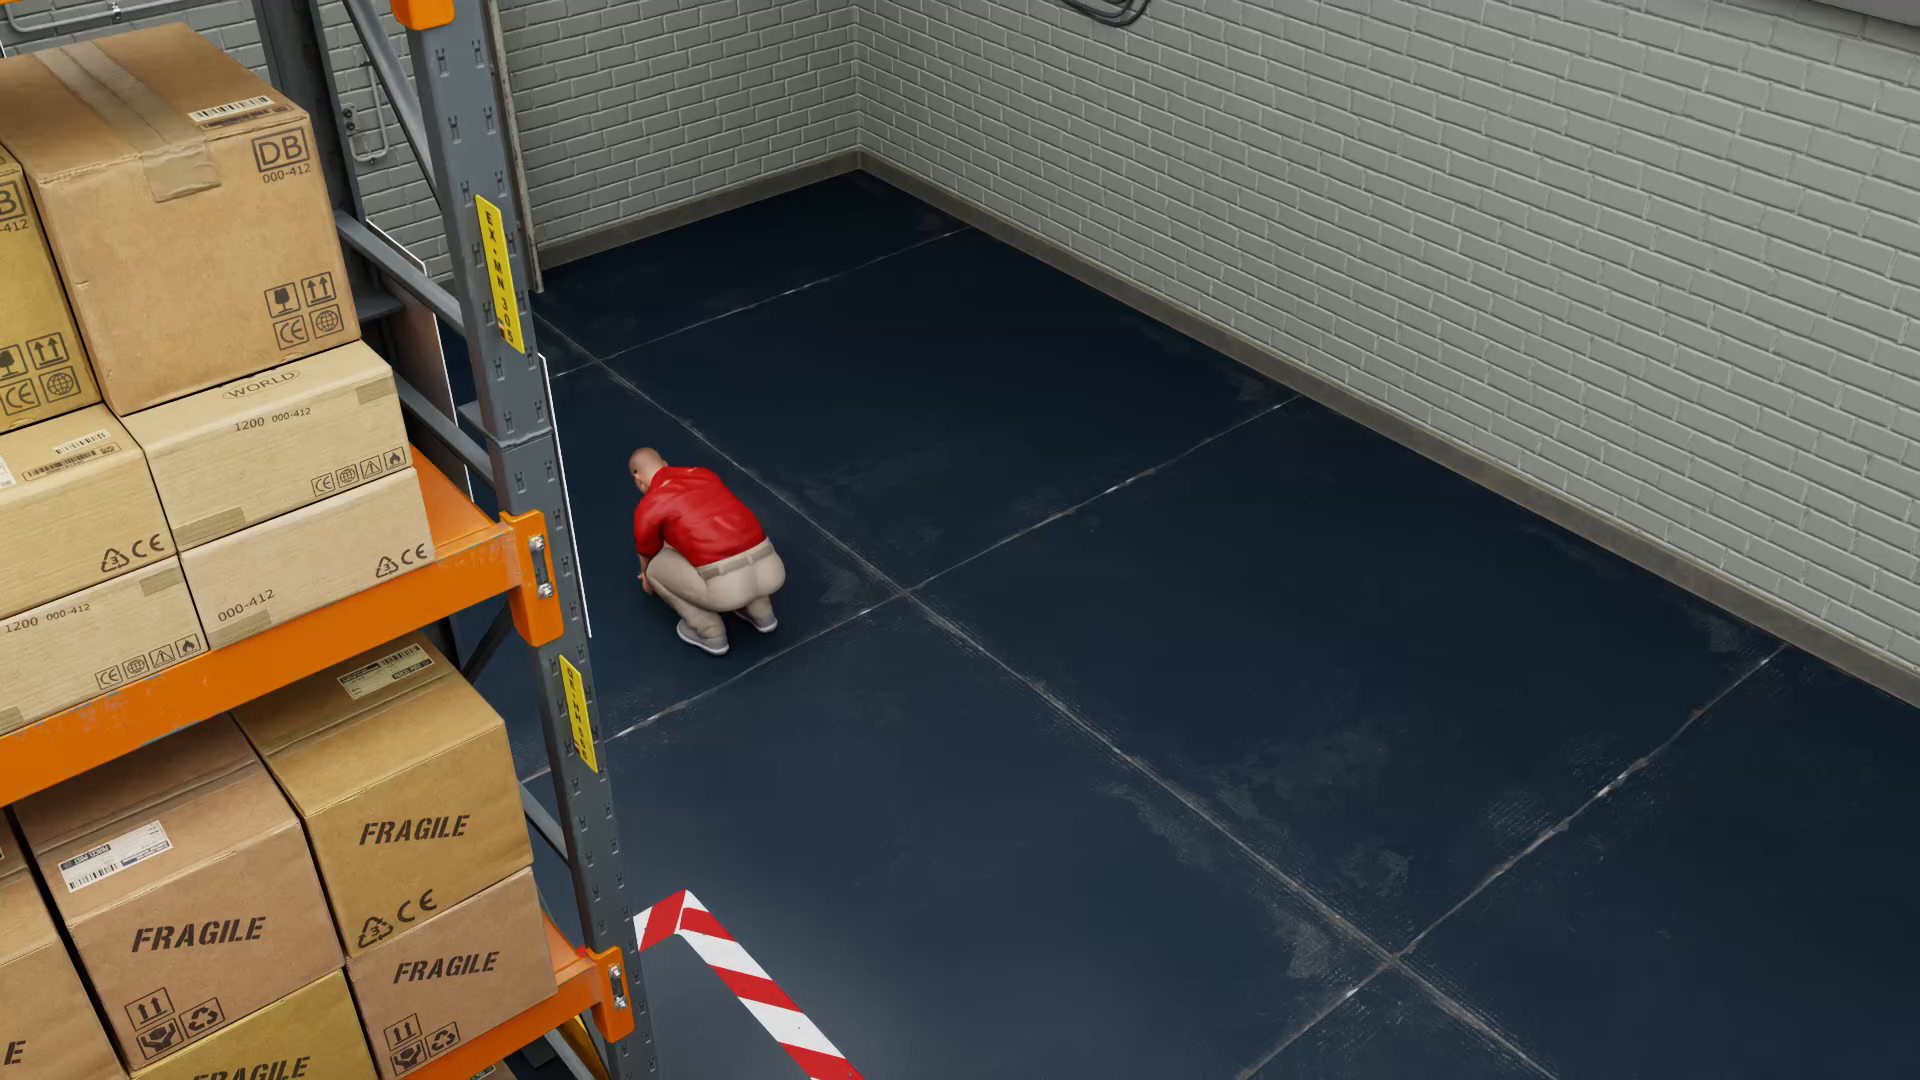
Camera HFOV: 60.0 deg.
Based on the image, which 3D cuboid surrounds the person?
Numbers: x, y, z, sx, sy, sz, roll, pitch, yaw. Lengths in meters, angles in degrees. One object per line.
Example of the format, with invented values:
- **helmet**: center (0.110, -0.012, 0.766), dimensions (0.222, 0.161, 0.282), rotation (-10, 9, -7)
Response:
- **person**: center (-1.214, 0.062, 7.860), dimensions (0.546, 0.851, 0.882), rotation (-26, 43, -32)
